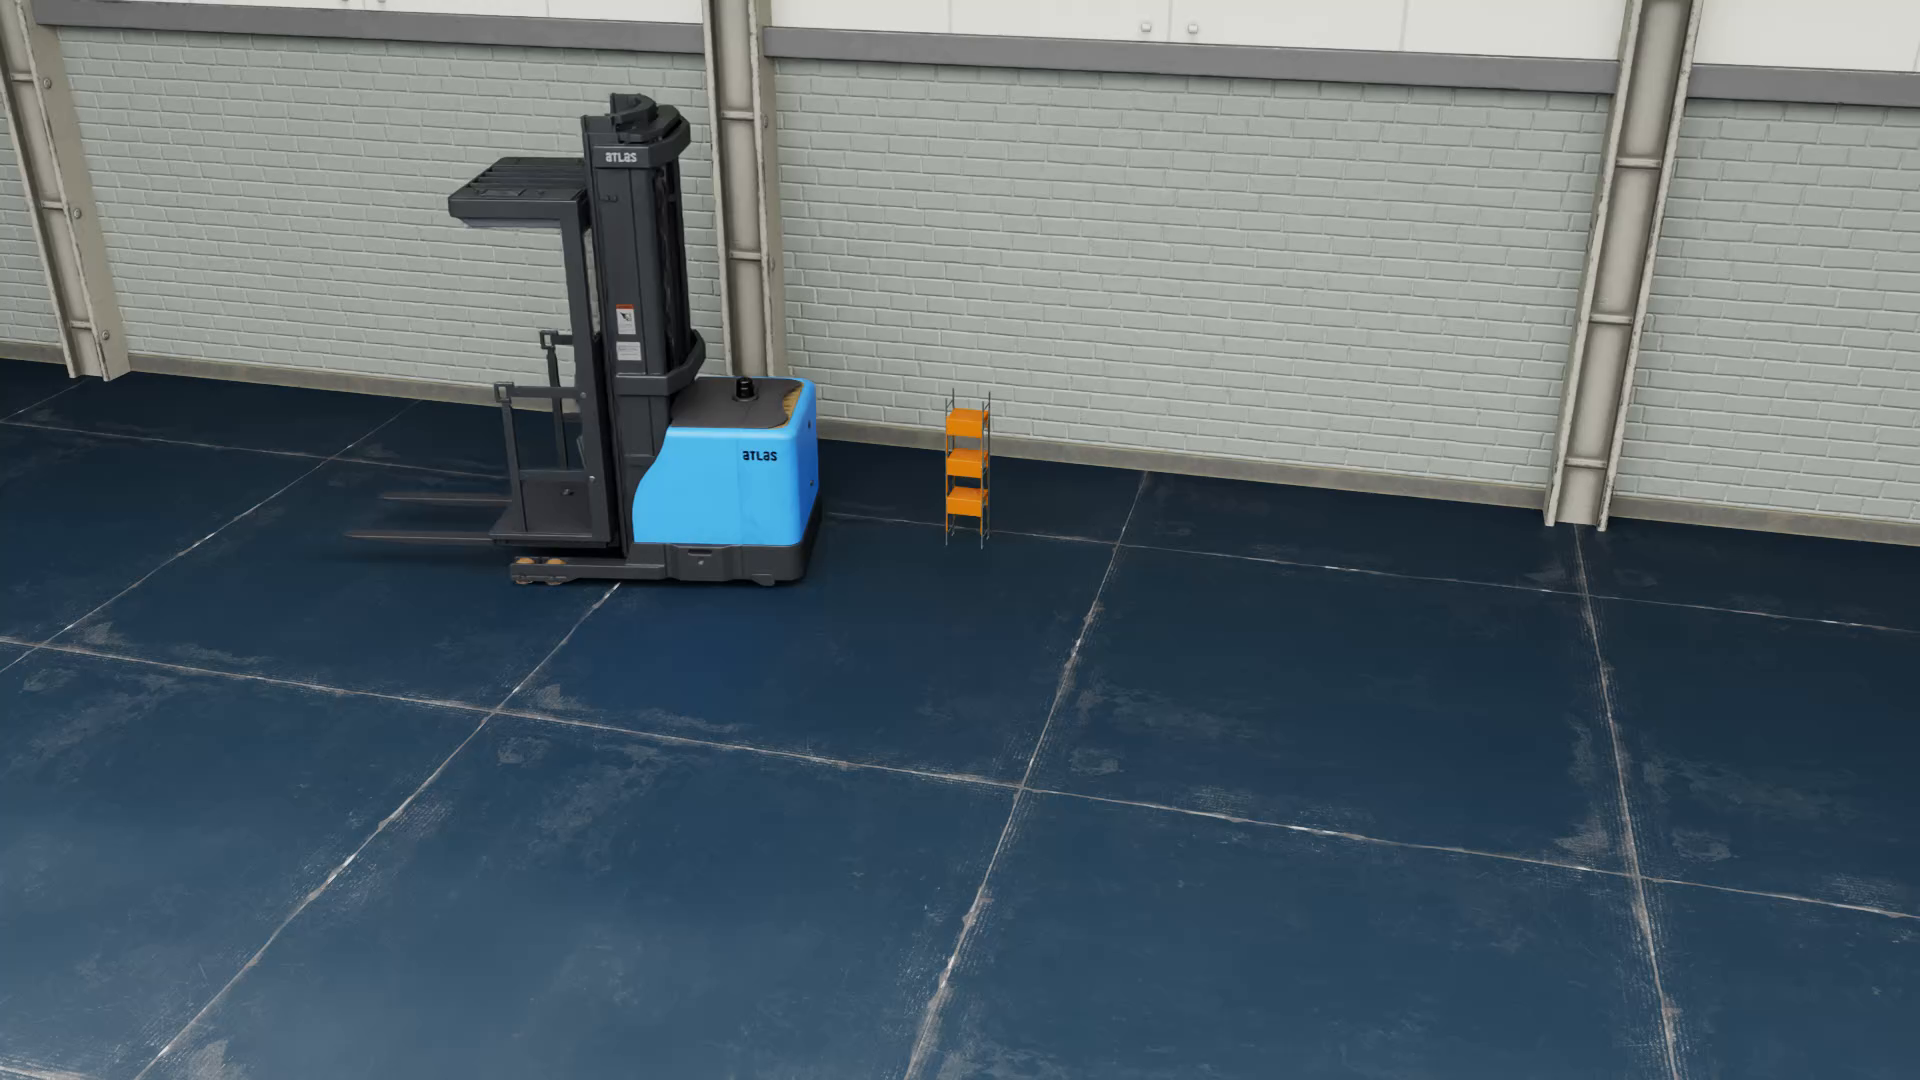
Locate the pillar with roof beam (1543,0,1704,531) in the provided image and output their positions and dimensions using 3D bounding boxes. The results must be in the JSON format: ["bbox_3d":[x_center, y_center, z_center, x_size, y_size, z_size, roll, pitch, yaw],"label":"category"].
[{"bbox_3d":[3.192,-2.415,5.853,0.400,9.000,9.100,6,26,13],"label":"pillar with roof beam"}]

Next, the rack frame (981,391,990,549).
[{"bbox_3d":[0.170,-0.455,10.985,0.008,1.050,0.200,6,26,13],"label":"rack frame"}]

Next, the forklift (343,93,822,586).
[{"bbox_3d":[-2.479,-1.259,10.484,3.031,2.935,1.130,1,25,3],"label":"forklift"}]

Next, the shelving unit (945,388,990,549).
[{"bbox_3d":[0.052,-0.468,11.012,0.252,1.050,0.215,6,26,13],"label":"shelving unit"}]

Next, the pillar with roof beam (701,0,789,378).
[{"bbox_3d":[-2.619,-3.057,7.202,0.400,9.000,9.100,6,26,13],"label":"pillar with roof beam"}]

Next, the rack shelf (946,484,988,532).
[{"bbox_3d":[0.052,-0.208,11.136,0.240,0.259,0.215,6,26,13],"label":"rack shelf"}]

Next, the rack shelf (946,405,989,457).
[{"bbox_3d":[0.052,-0.715,10.895,0.240,0.259,0.215,6,26,13],"label":"rack shelf"}]

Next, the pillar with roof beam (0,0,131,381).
[{"bbox_3d":[-8.430,-3.699,8.551,0.400,9.000,9.100,6,26,13],"label":"pillar with roof beam"}]

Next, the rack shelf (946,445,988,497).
[{"bbox_3d":[0.052,-0.459,11.017,0.240,0.259,0.215,6,26,13],"label":"rack shelf"}]

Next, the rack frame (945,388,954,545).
[{"bbox_3d":[-0.066,-0.481,11.040,0.008,1.050,0.200,6,26,13],"label":"rack frame"}]
